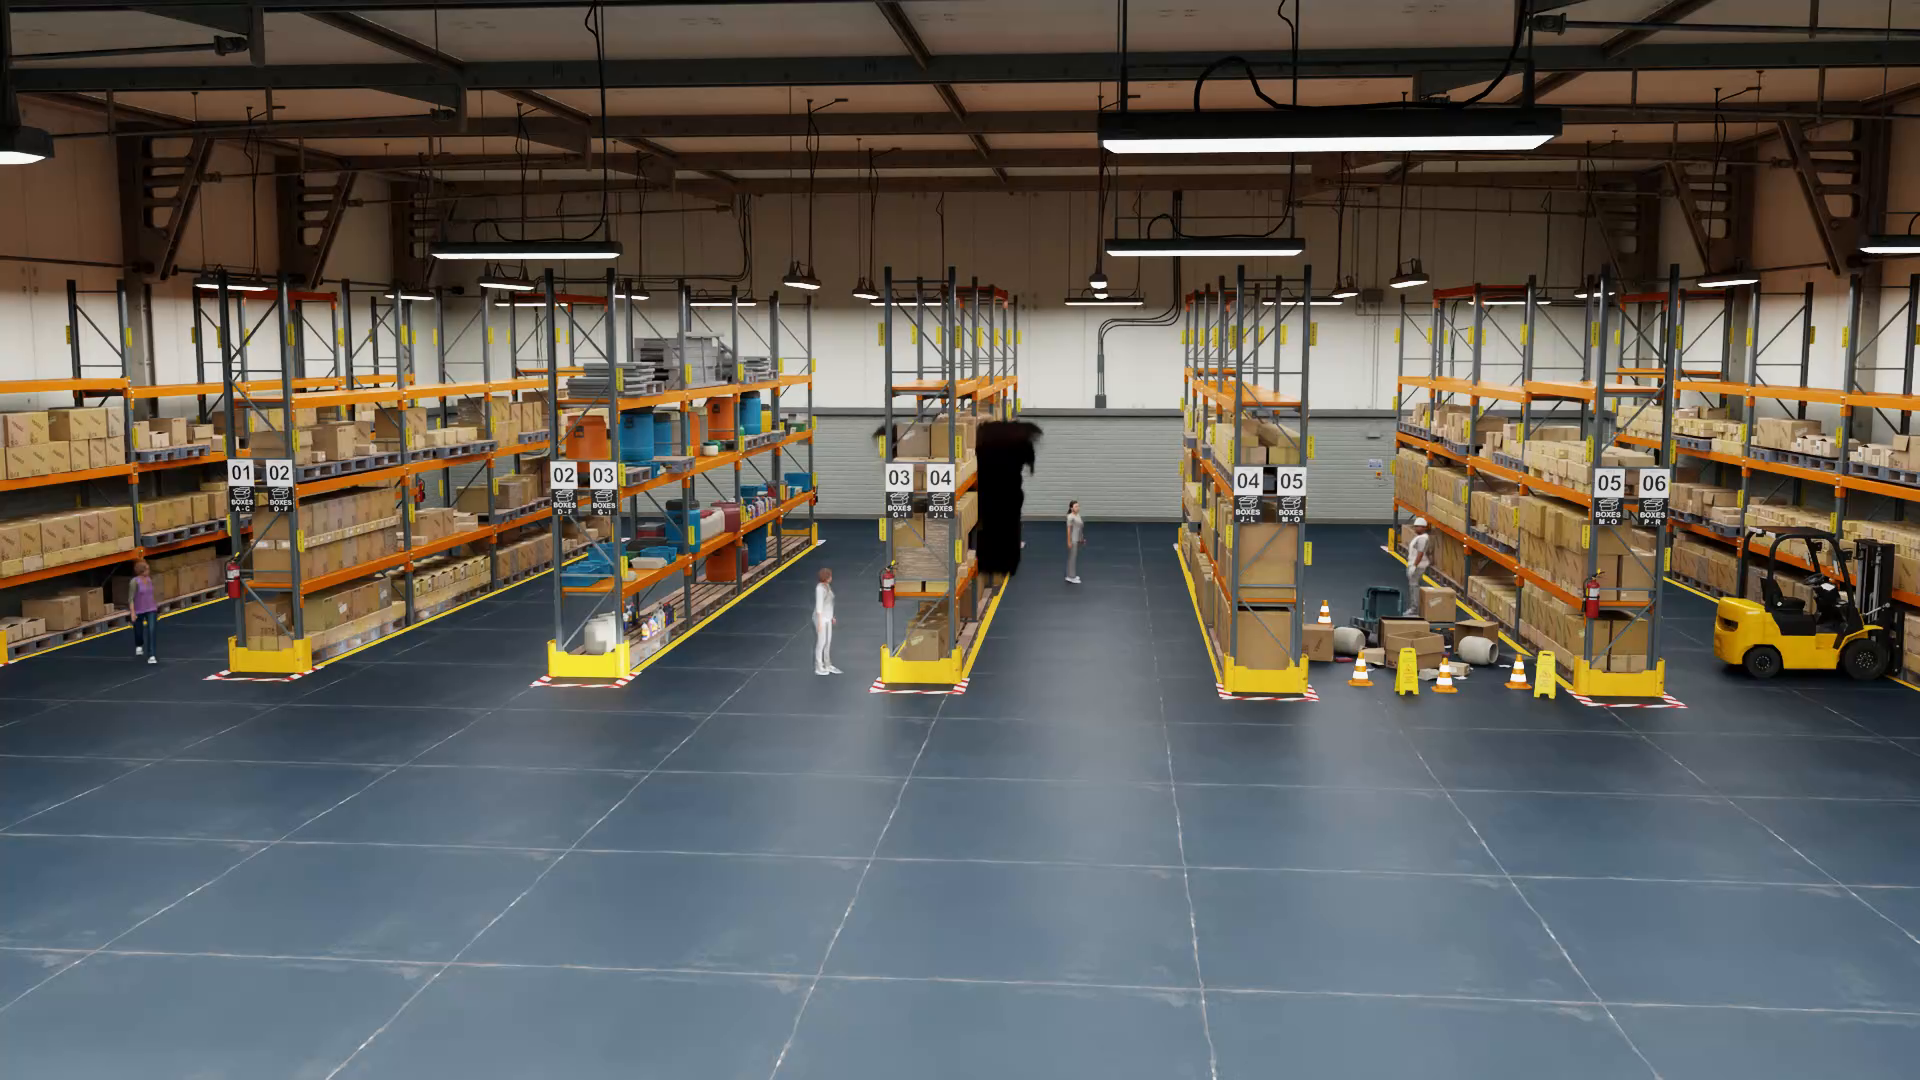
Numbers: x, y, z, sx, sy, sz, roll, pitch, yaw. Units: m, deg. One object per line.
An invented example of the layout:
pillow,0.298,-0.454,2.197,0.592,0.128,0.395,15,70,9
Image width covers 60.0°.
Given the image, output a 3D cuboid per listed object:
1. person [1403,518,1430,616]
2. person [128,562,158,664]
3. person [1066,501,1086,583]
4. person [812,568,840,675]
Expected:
person,8.202,0.500,29.868,0.503,1.815,0.606,5,8,34
person,-12.652,1.102,25.753,0.399,1.556,0.801,-4,8,-28
person,2.354,0.032,34.231,0.401,1.696,0.509,4,8,27
person,-2.021,1.206,24.786,0.375,1.608,0.443,2,7,13
